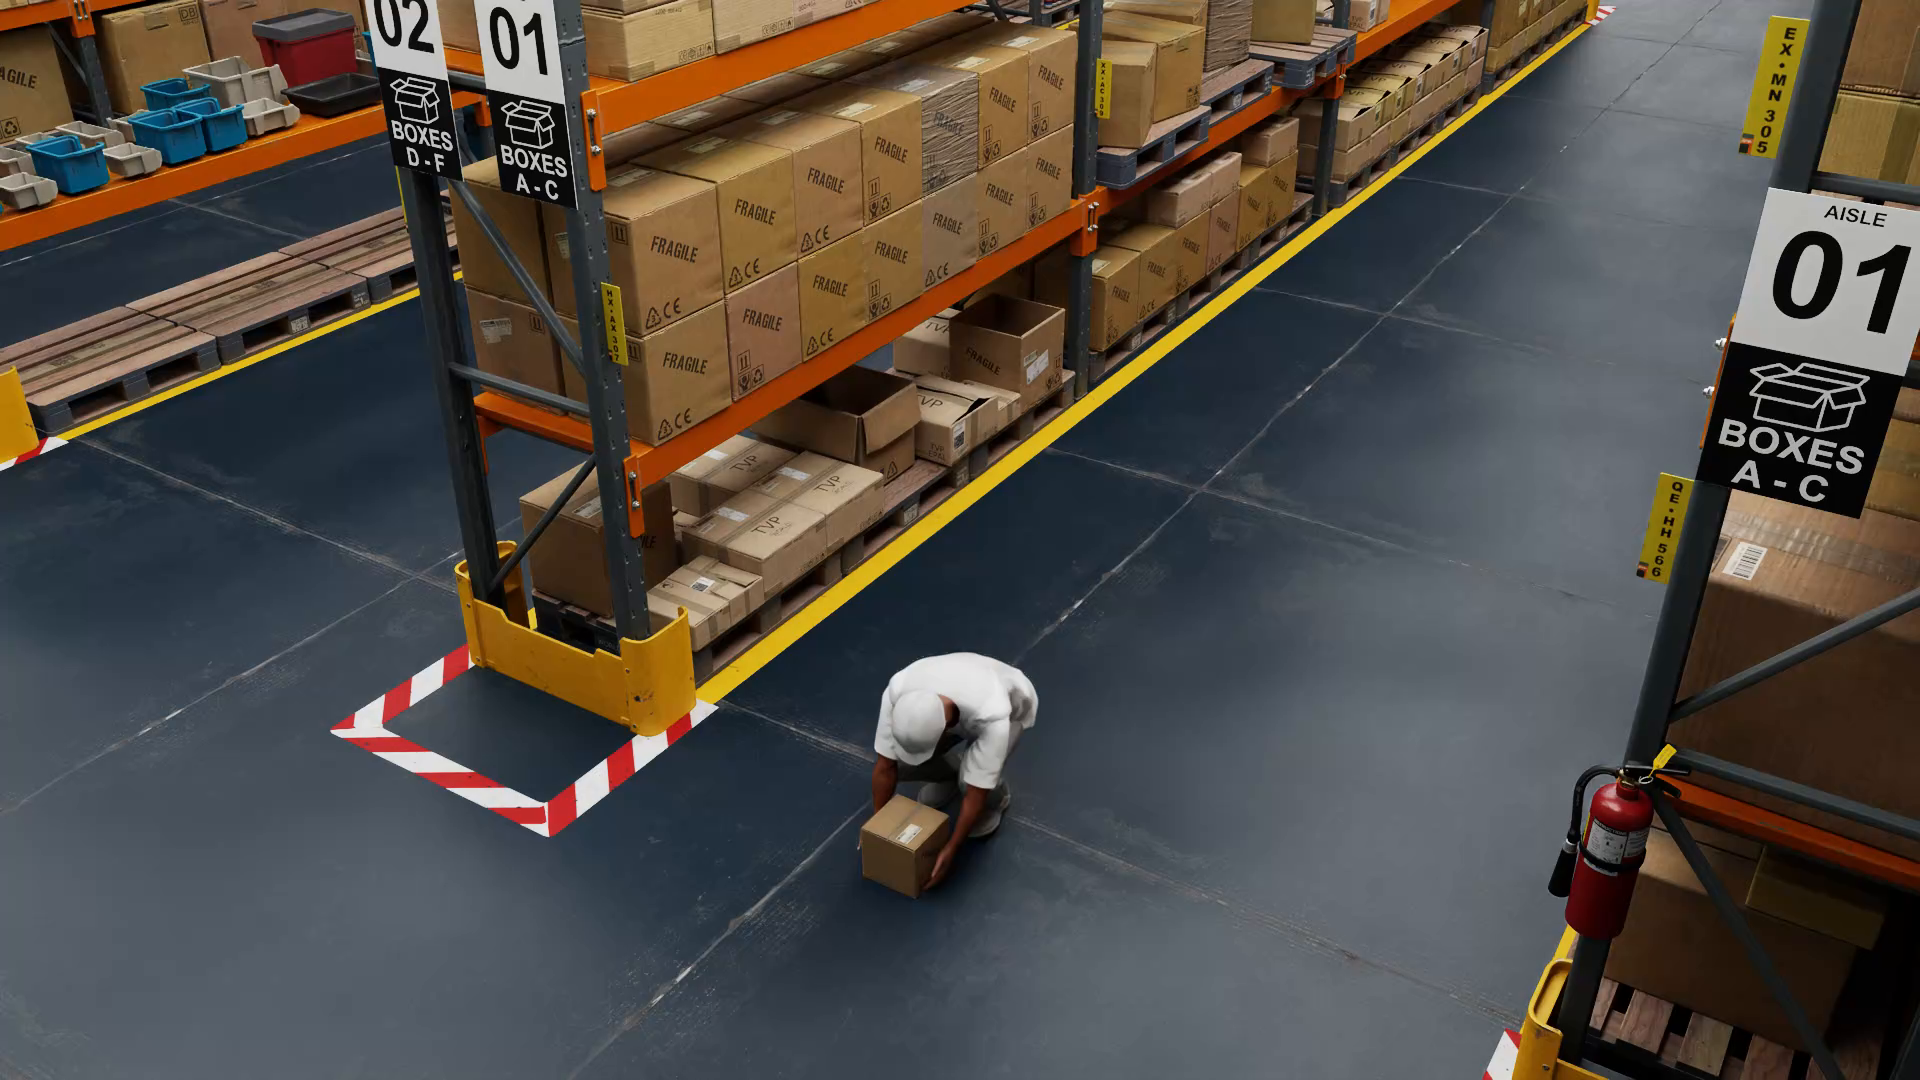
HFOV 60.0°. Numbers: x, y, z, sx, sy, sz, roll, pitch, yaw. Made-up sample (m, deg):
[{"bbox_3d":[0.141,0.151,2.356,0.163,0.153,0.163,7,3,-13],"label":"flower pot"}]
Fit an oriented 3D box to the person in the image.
[{"bbox_3d":[-0.005,0.800,6.625,0.562,0.887,0.897,18,35,27],"label":"person"}]
